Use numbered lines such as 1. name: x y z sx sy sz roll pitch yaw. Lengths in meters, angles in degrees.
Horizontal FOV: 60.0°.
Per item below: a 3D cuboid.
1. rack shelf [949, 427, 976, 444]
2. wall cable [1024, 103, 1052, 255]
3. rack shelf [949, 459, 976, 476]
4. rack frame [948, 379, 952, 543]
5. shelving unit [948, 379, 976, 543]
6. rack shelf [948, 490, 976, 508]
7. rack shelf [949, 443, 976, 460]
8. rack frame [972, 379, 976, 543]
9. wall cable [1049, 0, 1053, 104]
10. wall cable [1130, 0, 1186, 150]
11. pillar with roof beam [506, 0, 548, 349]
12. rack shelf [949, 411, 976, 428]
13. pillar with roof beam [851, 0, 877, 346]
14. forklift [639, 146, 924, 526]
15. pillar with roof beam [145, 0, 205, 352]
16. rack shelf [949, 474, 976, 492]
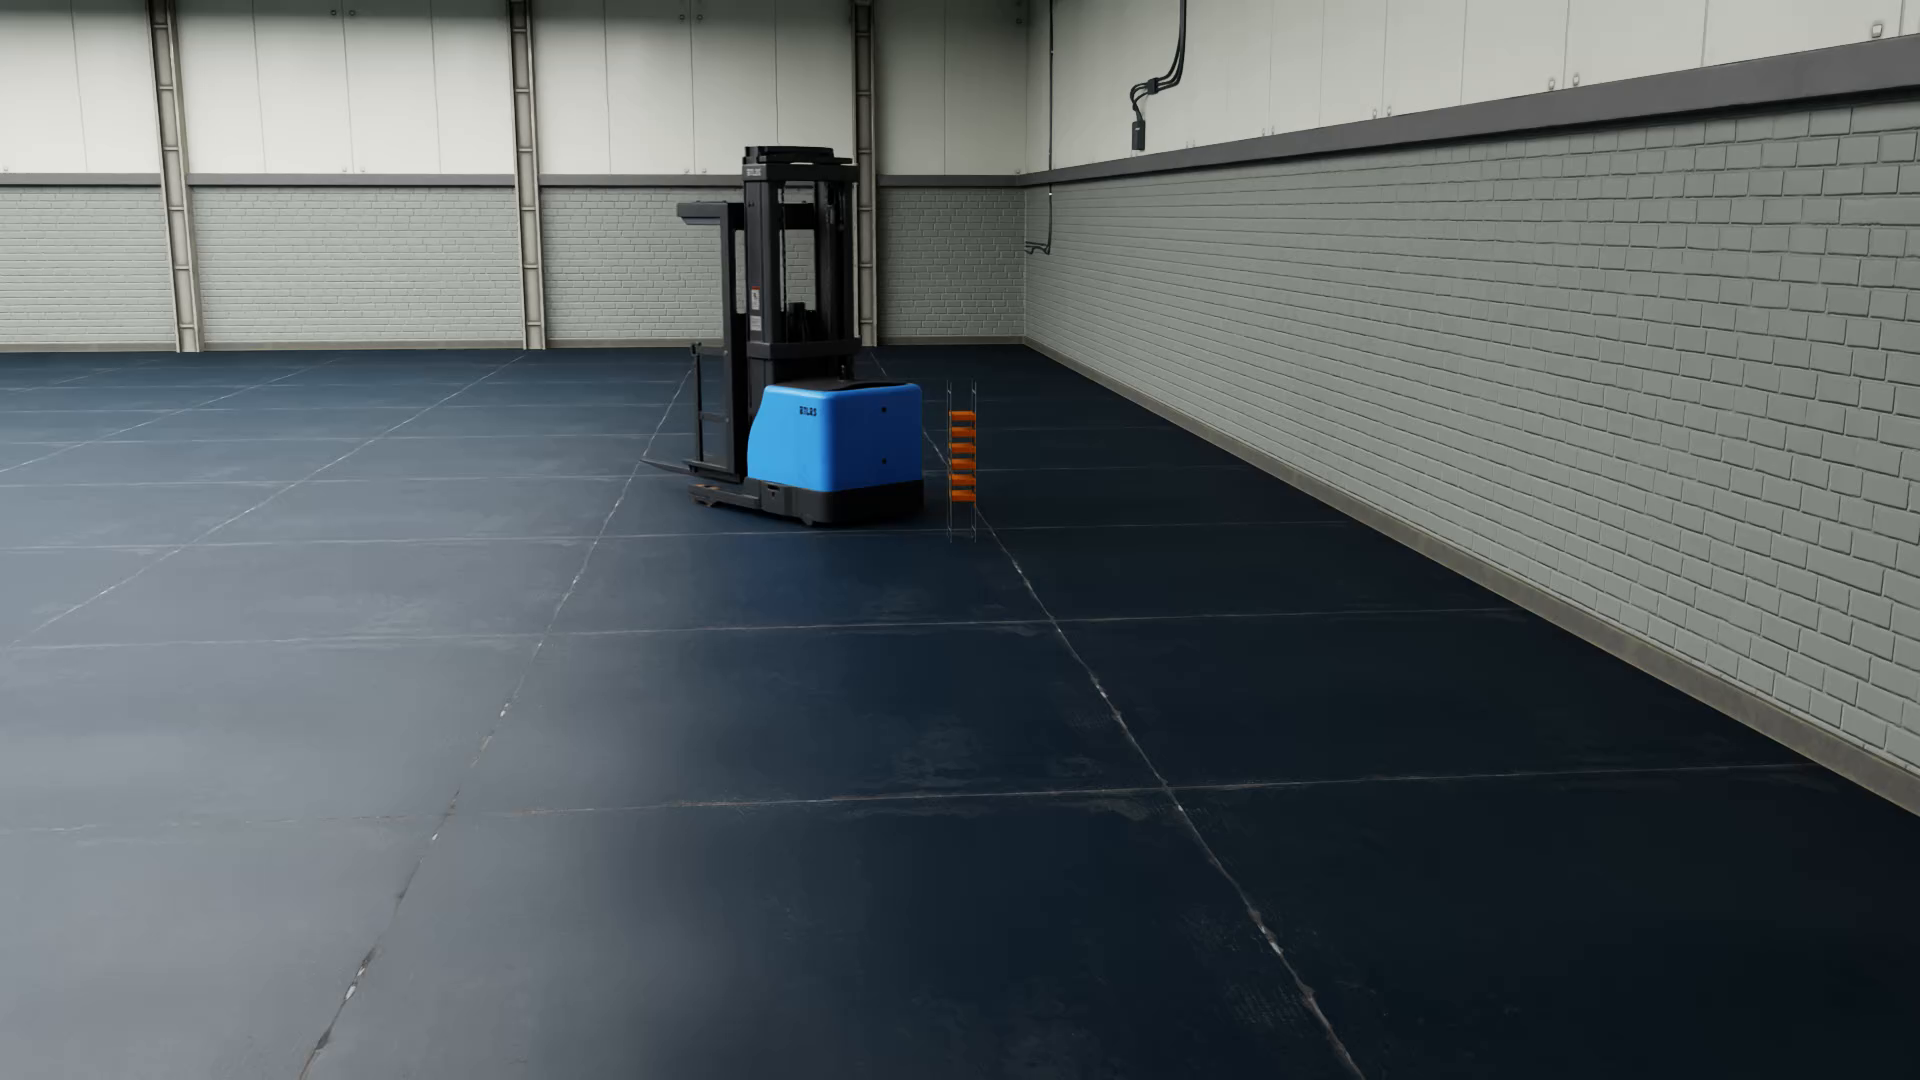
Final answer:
1. rack shelf: 0.014 -0.781 12.365 0.180 0.103 0.258 -1 11 -6
2. wall cable: 1.328 -6.302 29.293 0.112 2.526 3.097 -1 11 -6
3. rack shelf: 0.014 -0.545 12.412 0.180 0.103 0.258 -1 11 -6
4. rack frame: -0.077 -0.587 12.393 0.006 1.200 0.240 -1 11 -6
5. shelving unit: 0.014 -0.589 12.403 0.189 1.200 0.258 -1 11 -6
6. rack shelf: 0.014 -0.310 12.458 0.180 0.103 0.258 -1 11 -6
7. rack shelf: 0.014 -0.663 12.388 0.180 0.103 0.258 -1 11 -6
8. rack frame: 0.105 -0.591 12.413 0.006 1.200 0.240 -1 11 -6
9. wall cable: 1.620 -8.261 26.167 0.112 2.526 3.097 -1 11 -6
10. wall cable: 2.338 -7.673 19.403 0.169 6.003 2.305 -1 11 -6
11. pillar with roof beam: -7.243 -7.067 25.136 0.548 9.000 9.100 -1 11 -6
12. rack shelf: 0.014 -0.899 12.342 0.180 0.103 0.258 -1 11 -6
13. pillar with roof beam: -1.278 -7.192 25.772 0.548 9.000 9.100 -1 11 -6
14. forklift: -1.651 -1.776 13.951 1.130 2.935 3.031 -10 15 -41
15. pillar with roof beam: -13.208 -6.942 24.500 0.400 9.000 9.100 -1 11 -6
16. rack shelf: 0.014 -0.428 12.435 0.180 0.103 0.258 -1 11 -6
